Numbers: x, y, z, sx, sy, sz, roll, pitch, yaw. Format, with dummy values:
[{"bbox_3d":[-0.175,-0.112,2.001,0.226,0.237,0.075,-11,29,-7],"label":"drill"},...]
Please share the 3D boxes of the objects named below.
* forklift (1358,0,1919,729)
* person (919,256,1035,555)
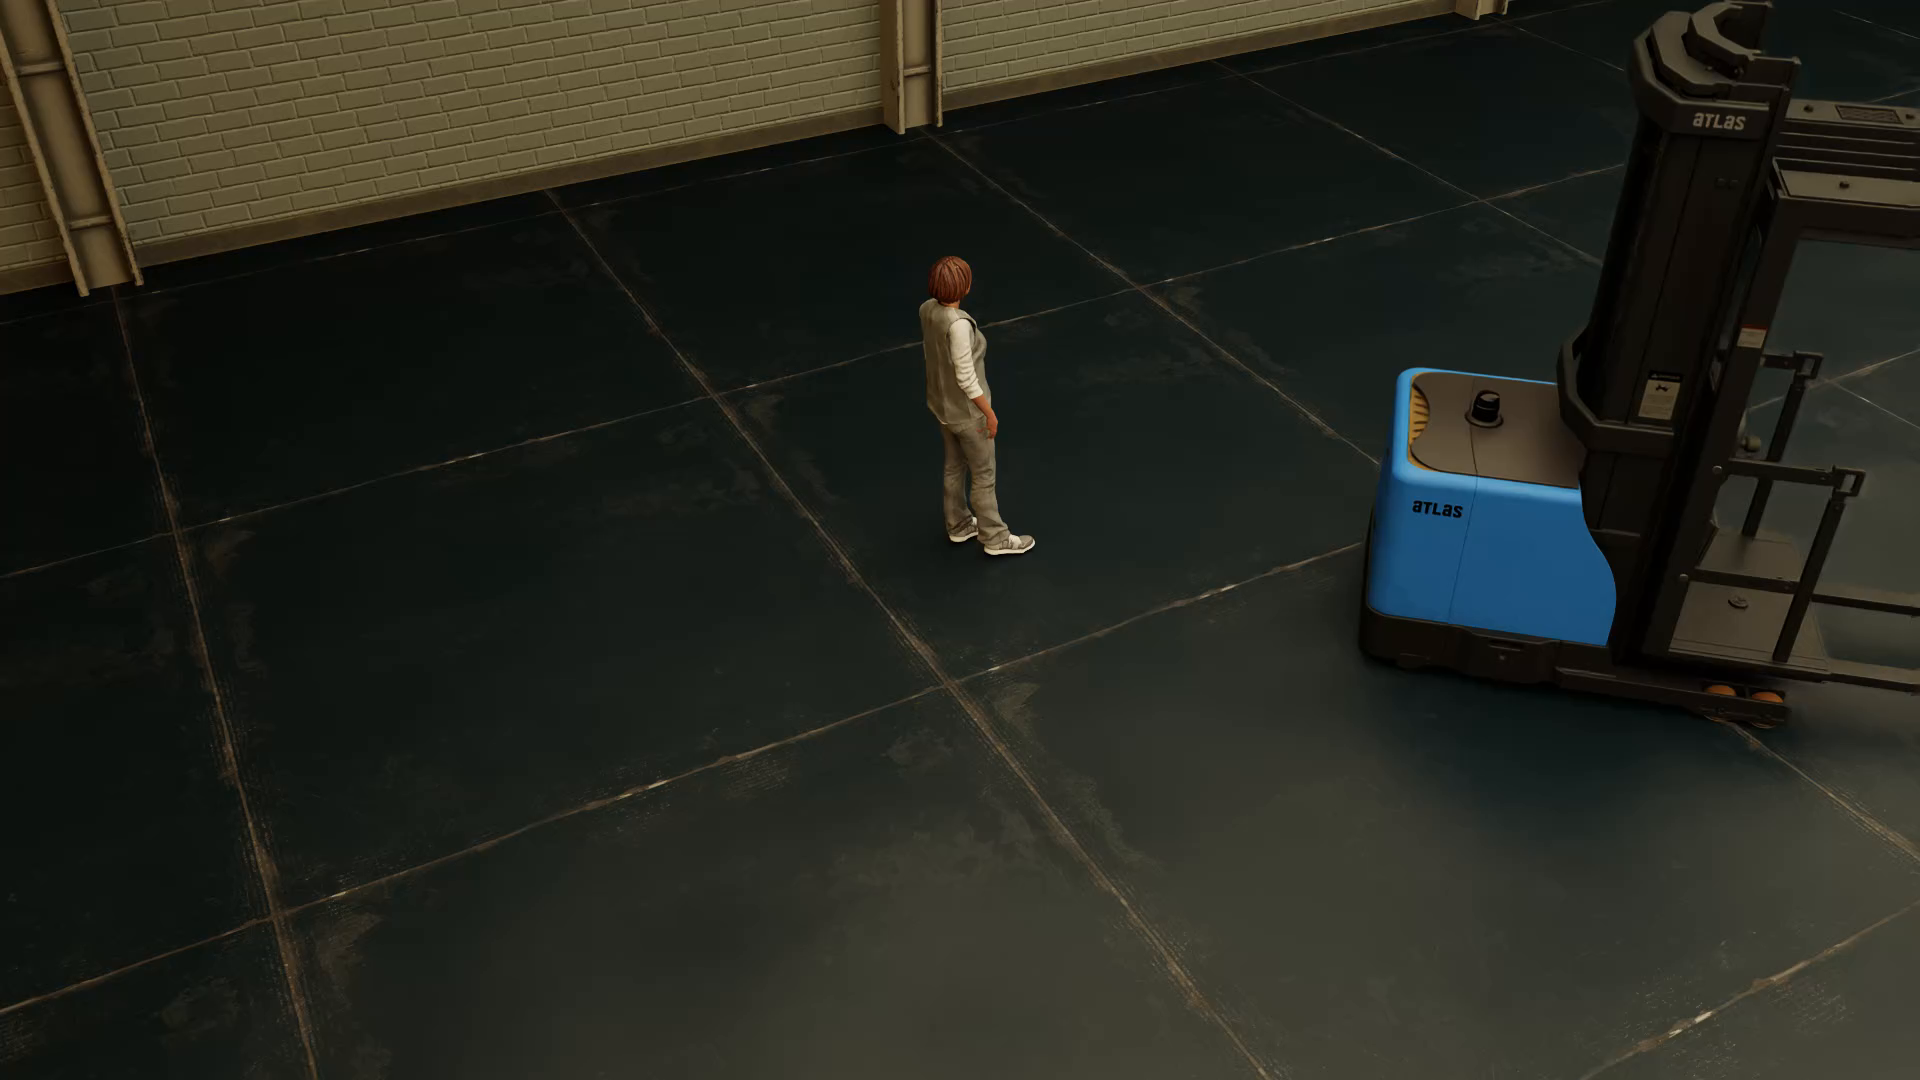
[{"bbox_3d":[3.455,-0.690,7.099,3.031,2.935,1.130,8,36,11],"label":"forklift"},{"bbox_3d":[0.071,-0.671,8.215,0.475,1.596,0.521,-17,39,-23],"label":"person"}]
